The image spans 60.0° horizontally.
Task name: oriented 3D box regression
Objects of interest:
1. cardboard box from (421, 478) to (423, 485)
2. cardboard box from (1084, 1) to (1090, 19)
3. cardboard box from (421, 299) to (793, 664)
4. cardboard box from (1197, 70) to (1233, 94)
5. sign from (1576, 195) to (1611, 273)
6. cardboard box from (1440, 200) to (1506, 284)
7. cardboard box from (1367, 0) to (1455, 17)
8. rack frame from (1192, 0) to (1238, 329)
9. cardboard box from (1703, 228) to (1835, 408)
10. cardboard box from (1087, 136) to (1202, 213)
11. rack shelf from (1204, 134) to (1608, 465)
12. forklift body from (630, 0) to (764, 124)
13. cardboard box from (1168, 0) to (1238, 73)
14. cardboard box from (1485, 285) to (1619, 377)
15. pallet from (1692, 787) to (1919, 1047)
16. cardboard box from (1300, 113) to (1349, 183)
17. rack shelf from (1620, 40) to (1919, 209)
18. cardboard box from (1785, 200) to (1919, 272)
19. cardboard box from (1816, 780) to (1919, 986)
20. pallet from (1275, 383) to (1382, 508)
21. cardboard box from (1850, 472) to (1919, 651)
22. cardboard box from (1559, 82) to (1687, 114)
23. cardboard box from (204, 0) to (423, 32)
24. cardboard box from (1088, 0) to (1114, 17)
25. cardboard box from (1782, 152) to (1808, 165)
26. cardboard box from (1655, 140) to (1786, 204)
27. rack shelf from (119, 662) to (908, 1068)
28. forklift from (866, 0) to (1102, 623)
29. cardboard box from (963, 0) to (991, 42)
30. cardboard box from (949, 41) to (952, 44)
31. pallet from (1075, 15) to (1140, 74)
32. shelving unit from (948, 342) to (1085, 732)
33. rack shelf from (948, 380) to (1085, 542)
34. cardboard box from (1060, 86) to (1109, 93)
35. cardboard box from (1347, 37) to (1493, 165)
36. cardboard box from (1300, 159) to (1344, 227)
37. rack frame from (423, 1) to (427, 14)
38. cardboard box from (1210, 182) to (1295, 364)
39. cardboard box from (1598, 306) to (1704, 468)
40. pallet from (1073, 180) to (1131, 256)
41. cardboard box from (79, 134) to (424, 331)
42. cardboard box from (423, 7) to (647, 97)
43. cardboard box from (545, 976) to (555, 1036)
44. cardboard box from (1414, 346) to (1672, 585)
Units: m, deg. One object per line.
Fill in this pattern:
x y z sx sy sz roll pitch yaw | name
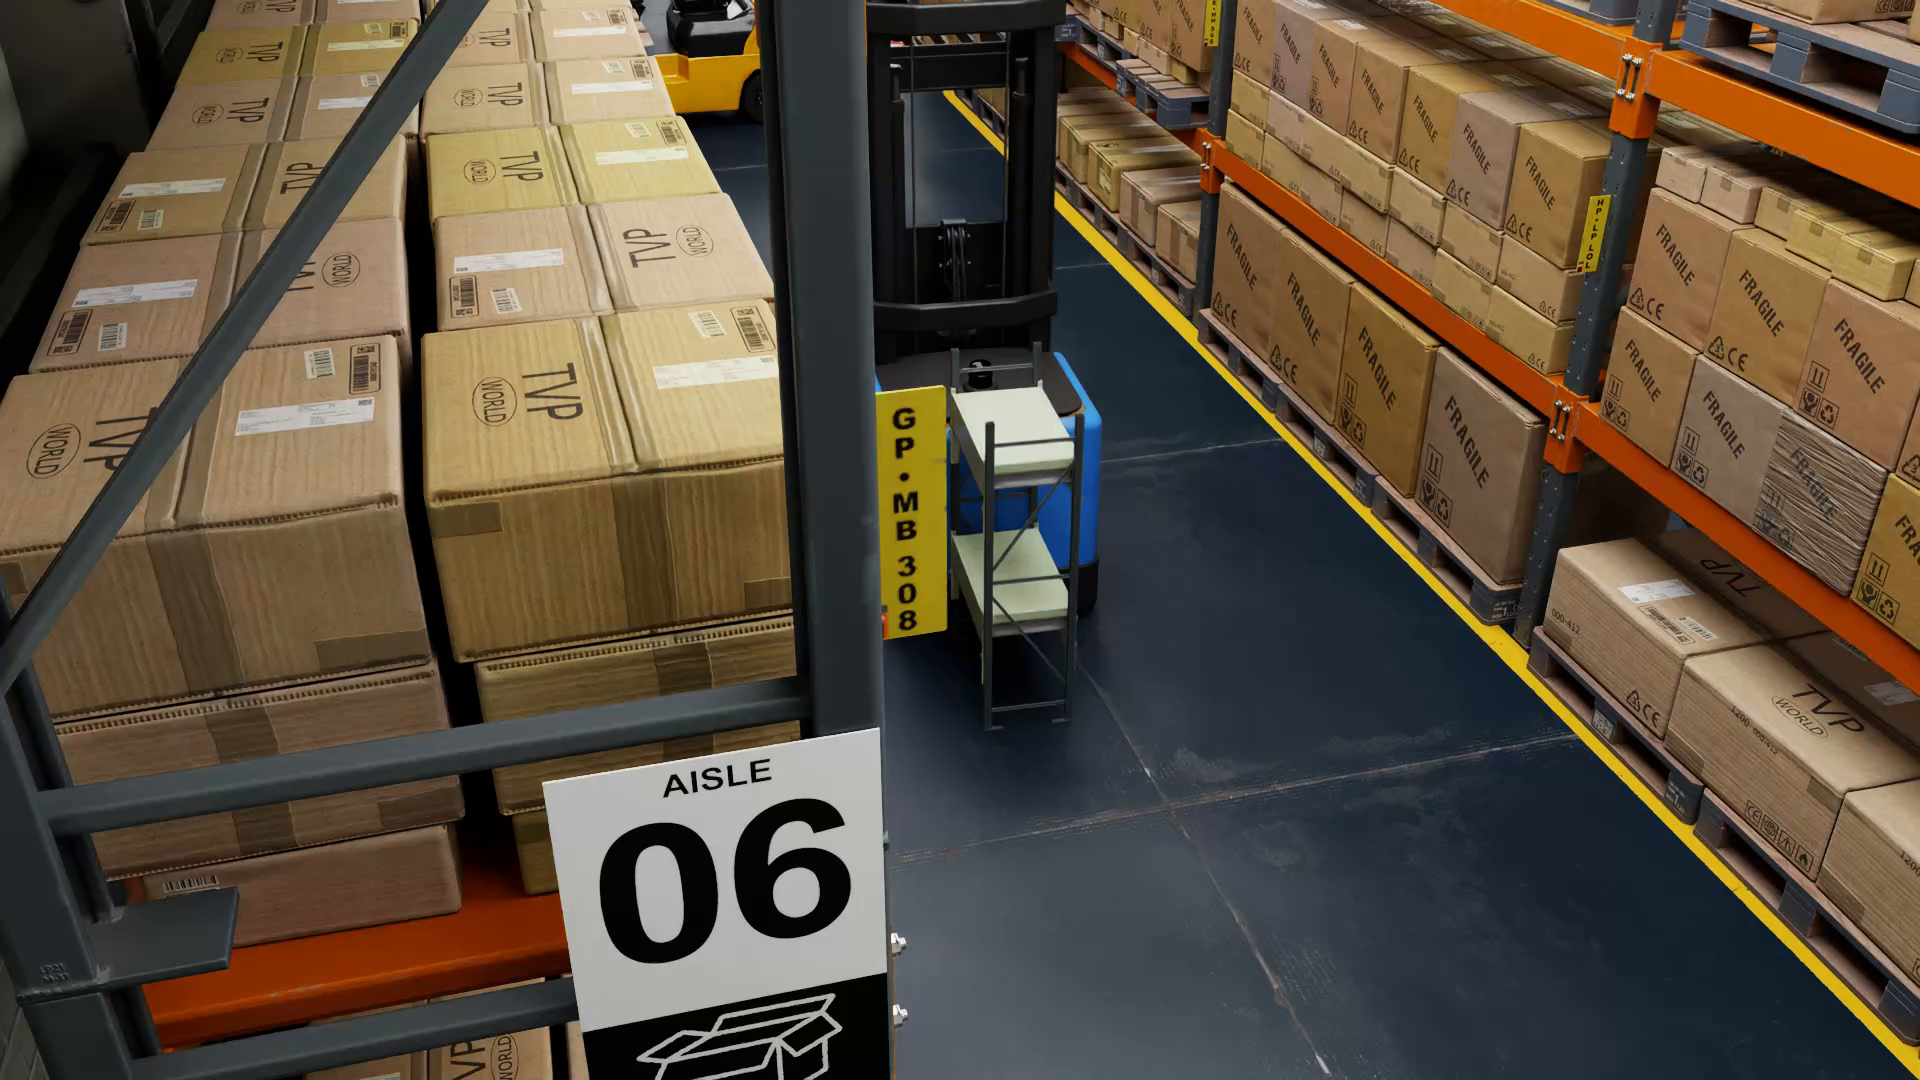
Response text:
-1.115 -0.063 2.723 0.500 0.250 0.500 -8 31 -13 | cardboard box
1.153 -4.000 12.499 0.380 0.149 0.250 -8 31 -13 | cardboard box
-0.463 -0.103 2.293 0.500 0.250 0.500 -8 31 -14 | cardboard box
1.760 -3.002 10.774 0.380 0.149 0.250 -7 31 -11 | cardboard box
2.615 -1.260 6.856 0.100 0.325 0.005 -8 31 -13 | sign
2.644 -1.443 7.899 0.500 0.250 0.500 -7 31 -12 | cardboard box
2.607 -2.817 9.524 0.500 0.500 0.500 -7 31 -12 | cardboard box
2.074 -2.802 10.597 1.000 3.000 0.127 -8 31 -13 | rack frame
3.156 -0.839 6.108 0.500 0.500 0.500 -8 31 -14 | cardboard box
1.534 -2.843 12.872 0.950 0.372 0.625 -7 31 -12 | cardboard box
2.605 -1.525 9.109 1.077 0.370 4.000 -8 31 -13 | rack shelf
-2.572 -4.964 15.179 2.313 2.155 1.214 -8 31 -13 | forklift body
1.685 -3.339 10.708 0.500 0.500 0.500 -9 31 -15 | cardboard box
2.773 -0.989 7.613 0.500 0.250 0.500 -9 31 -14 | cardboard box
3.589 1.304 6.286 1.003 0.211 1.213 -8 31 -13 | pallet
2.227 -2.184 9.180 0.500 0.250 0.500 -8 31 -13 | cardboard box
3.666 -0.891 5.019 1.077 0.370 4.000 -8 31 -13 | rack shelf
3.168 -1.072 5.863 0.380 0.149 0.250 -8 31 -14 | cardboard box
3.675 1.242 5.748 0.875 0.438 0.875 -7 31 -12 | cardboard box
2.531 -0.617 9.604 1.003 0.211 1.213 -8 31 -13 | pallet
3.400 0.081 5.516 0.500 0.500 0.500 -7 31 -12 | cardboard box
3.134 -1.839 7.835 0.500 0.500 0.500 -8 31 -14 | cardboard box
-1.639 -1.262 4.295 0.500 0.250 0.500 -9 31 -15 | cardboard box
1.258 -4.094 12.013 0.500 0.500 0.500 -9 31 -15 | cardboard box
3.524 -1.521 6.638 0.380 0.149 0.250 -8 31 -14 | cardboard box
2.969 -1.440 6.498 0.380 0.149 0.250 -8 31 -14 | cardboard box
-1.118 -0.230 3.876 1.077 0.370 4.000 -8 31 -13 | rack shelf
8.886 -1.966 9.017 19.036 3.140 5.327 -6 31 -10 | forklift
0.323 -4.792 15.612 0.500 0.500 0.500 -6 31 -11 | cardboard box
0.183 -4.722 16.240 0.500 0.250 0.500 -6 31 -10 | cardboard box
1.509 -3.670 12.288 1.003 0.211 1.213 -8 31 -13 | pallet
0.228 -0.012 7.273 0.431 1.500 0.755 -6 31 -10 | shelving unit
0.228 -0.349 7.078 0.431 0.370 0.720 -6 31 -10 | rack shelf
1.116 -4.047 15.073 0.500 0.250 0.500 -9 31 -16 | cardboard box
2.363 -2.273 8.585 0.500 0.500 0.500 -7 31 -12 | cardboard box
2.248 -1.968 9.305 0.500 0.250 0.500 -7 31 -12 | cardboard box
-1.649 -2.805 4.613 1.000 3.000 0.127 -8 31 -13 | rack frame
2.177 -1.720 10.429 0.875 0.875 0.875 -8 31 -14 | cardboard box
3.008 -0.652 6.783 0.500 0.500 0.500 -7 31 -12 | cardboard box
1.548 -2.561 12.964 1.003 0.211 1.213 -8 31 -13 | pallet
-1.259 -0.532 3.033 0.500 0.250 0.500 -8 31 -13 | cardboard box
-1.014 -1.085 3.990 0.500 0.250 0.500 -7 31 -12 | cardboard box
-1.228 0.984 3.909 0.500 0.250 0.500 -7 31 -12 | cardboard box
2.894 -0.421 8.186 0.875 0.875 0.875 -7 31 -12 | cardboard box
